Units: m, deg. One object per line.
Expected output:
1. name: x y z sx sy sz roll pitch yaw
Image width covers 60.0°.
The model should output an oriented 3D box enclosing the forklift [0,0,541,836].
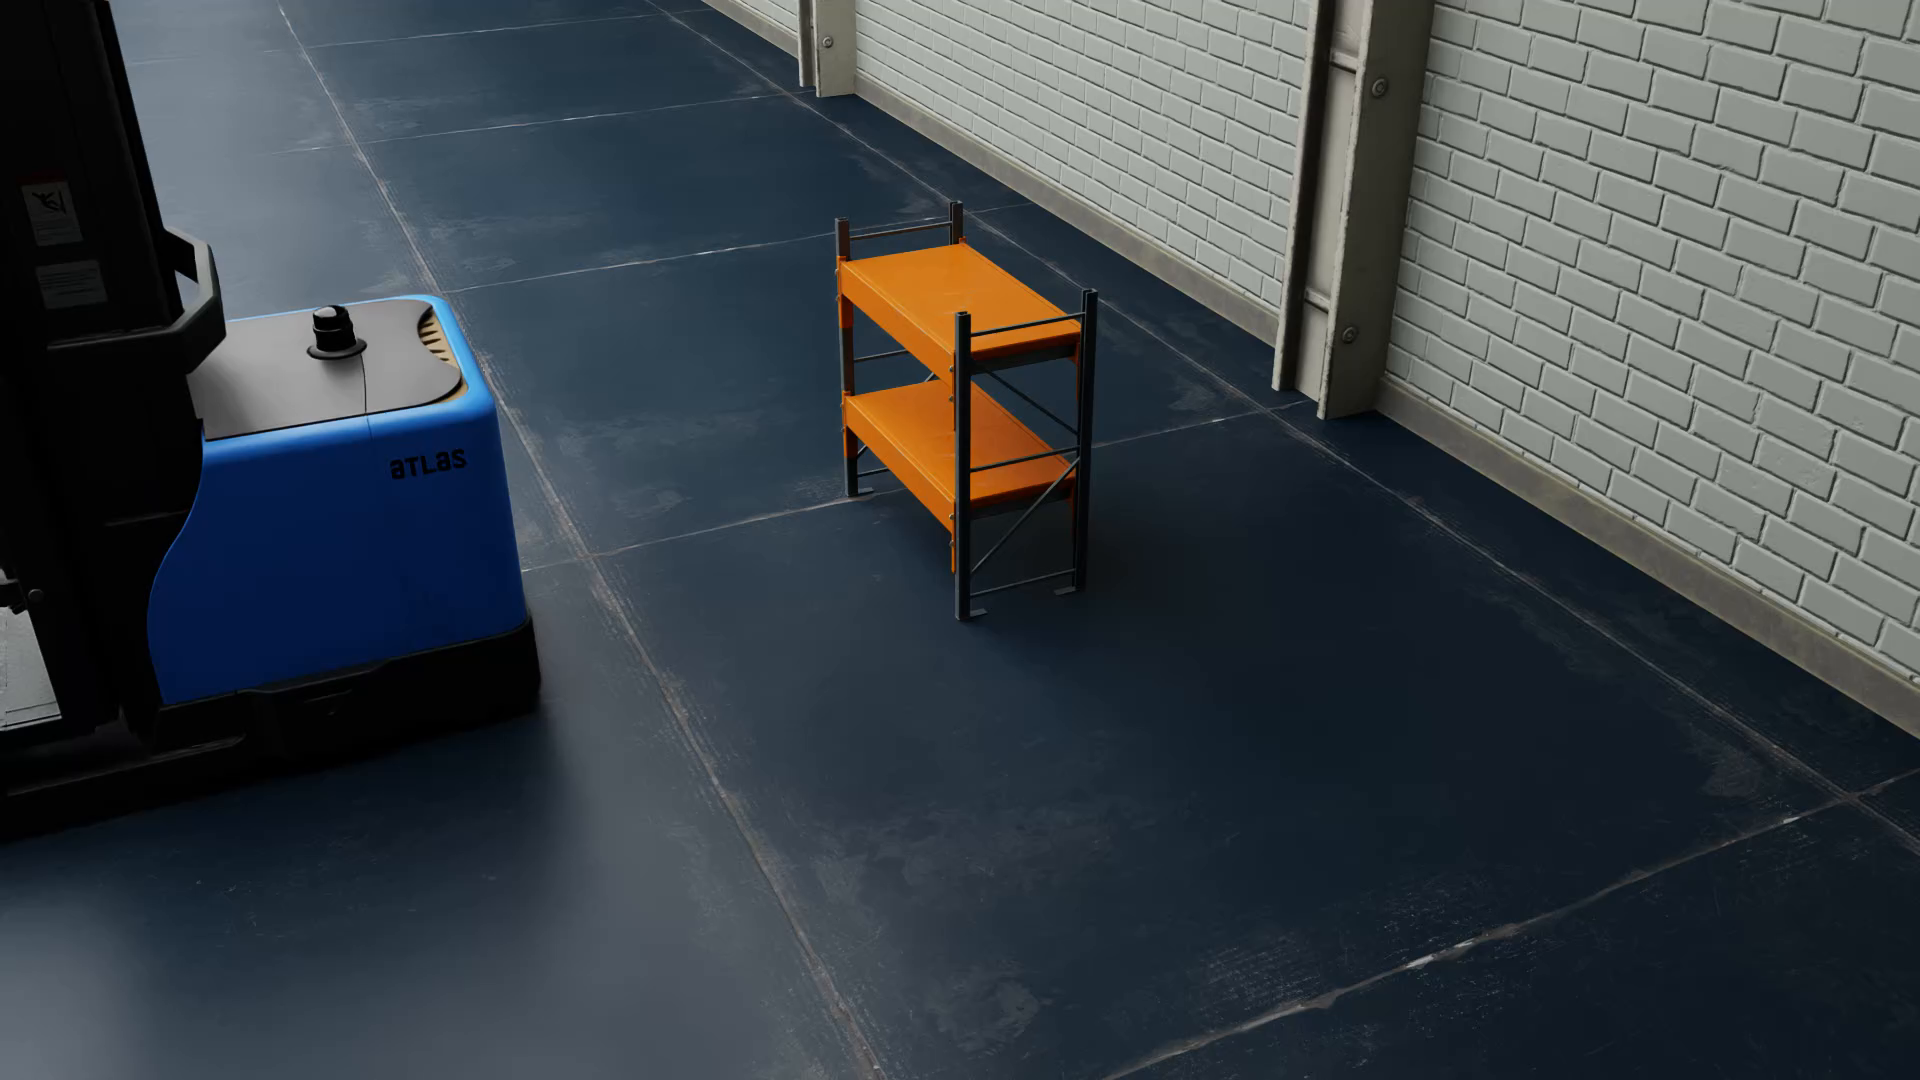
1. forklift: -2.901 -0.671 4.450 3.031 2.935 1.130 -12 31 -21

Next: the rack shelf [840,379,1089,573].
1. rack shelf: -0.003 -0.280 6.100 0.538 0.278 1.000 -13 32 -22

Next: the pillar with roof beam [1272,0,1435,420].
1. pillar with roof beam: -2.266 -3.656 3.570 9.100 9.000 0.400 -13 32 -22

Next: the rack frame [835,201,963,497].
1. rack frame: -0.221 -0.718 6.381 0.500 1.125 0.032 -13 32 -22

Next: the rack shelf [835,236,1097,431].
1. rack shelf: -0.003 -0.749 5.837 0.538 0.278 1.000 -13 32 -22

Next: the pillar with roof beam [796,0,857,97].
1. pillar with roof beam: -4.842 -6.307 8.296 9.100 9.000 0.400 -13 32 -22

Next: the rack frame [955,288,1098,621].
1. rack frame: 0.215 -0.269 5.580 0.500 1.125 0.032 -13 32 -22

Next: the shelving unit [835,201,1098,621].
1. shelving unit: -0.003 -0.494 5.980 0.538 1.125 1.048 -13 32 -22
